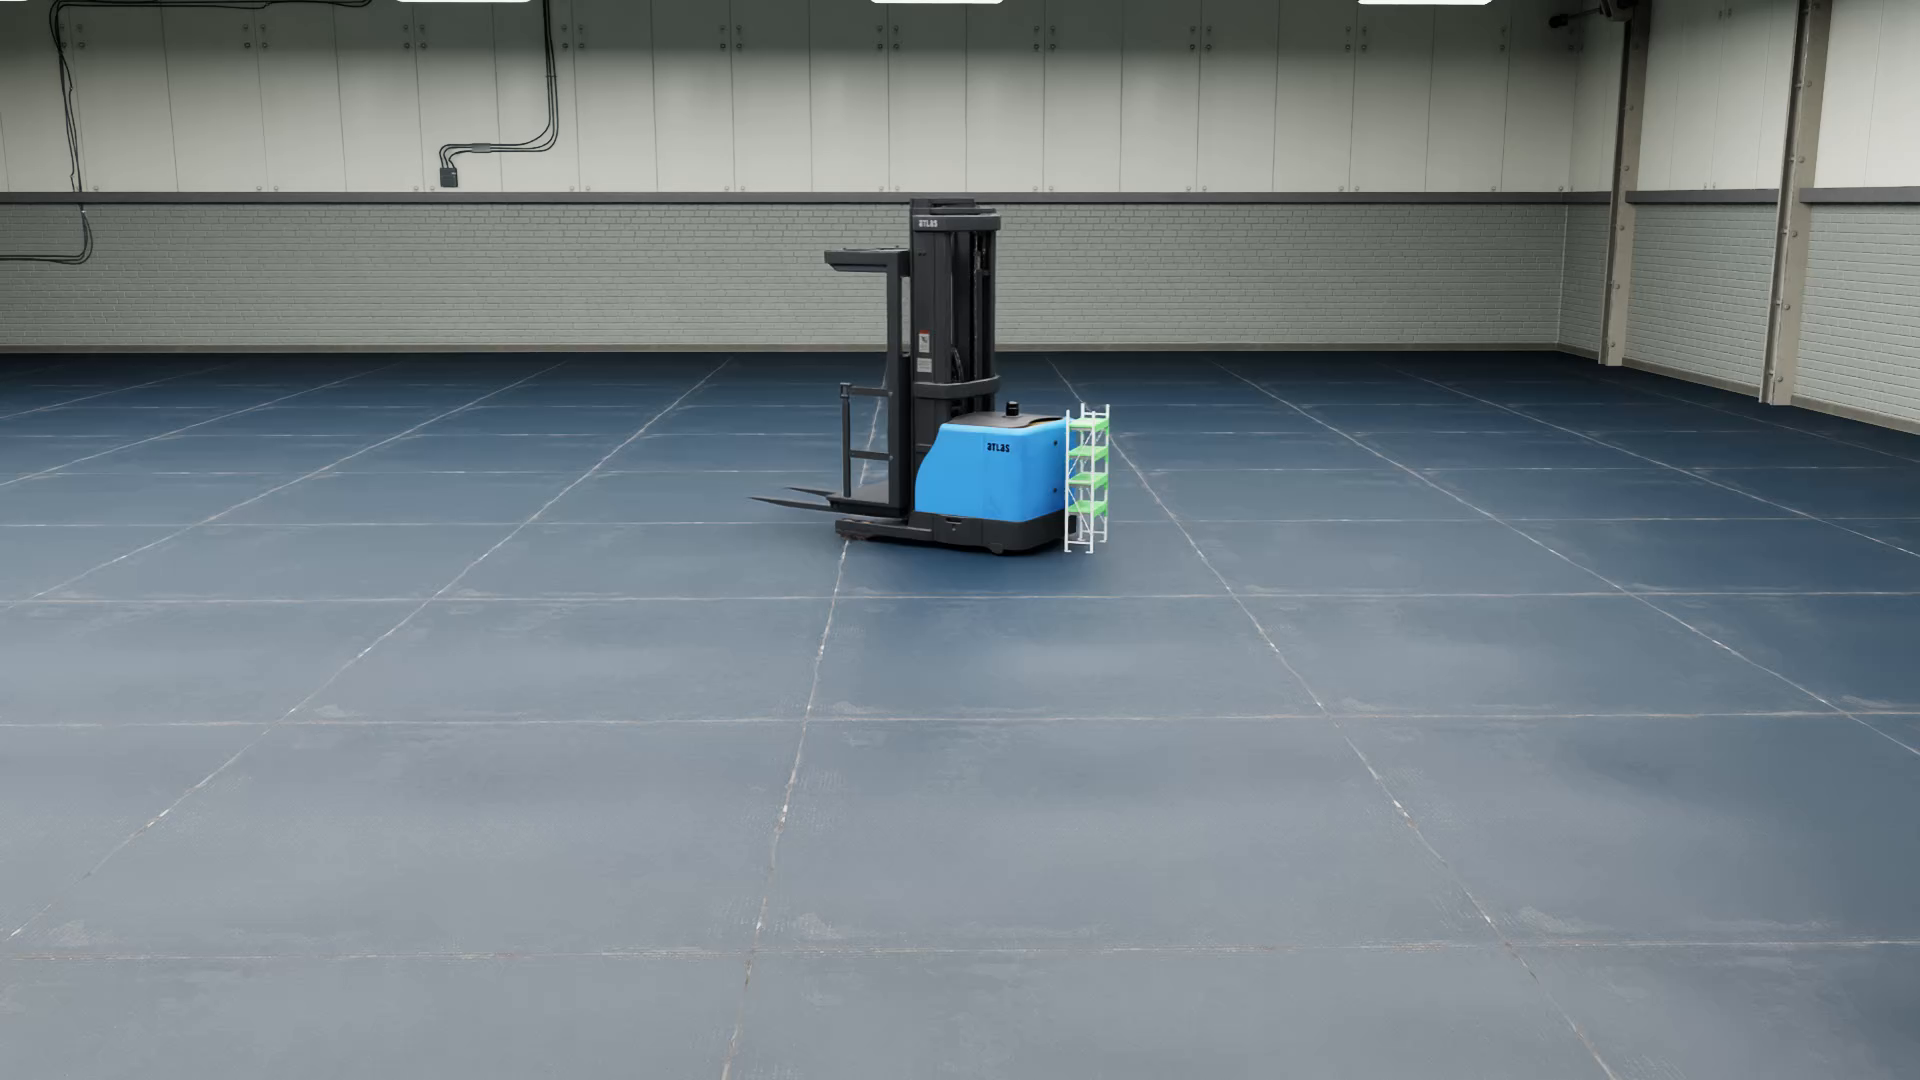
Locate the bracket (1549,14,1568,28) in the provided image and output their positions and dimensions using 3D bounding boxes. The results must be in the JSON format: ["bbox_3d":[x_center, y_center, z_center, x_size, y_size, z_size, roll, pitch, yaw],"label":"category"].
[{"bbox_3d":[11.457,-9.926,31.801,0.235,0.232,0.430,0,11,-1],"label":"bracket"}]

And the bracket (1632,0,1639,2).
[{"bbox_3d":[11.576,-8.778,26.141,0.076,0.066,4.783,0,11,-1],"label":"bracket"}]

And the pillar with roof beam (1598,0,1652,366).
[{"bbox_3d":[7.565,-7.592,29.350,9.100,9.000,0.548,0,11,-1],"label":"pillar with roof beam"}]

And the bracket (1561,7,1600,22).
[{"bbox_3d":[11.469,-9.809,31.222,0.076,0.066,3.189,0,11,-1],"label":"bracket"}]

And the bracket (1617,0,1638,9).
[{"bbox_3d":[11.523,-9.290,28.666,0.235,0.232,0.430,0,11,-1],"label":"bracket"}]

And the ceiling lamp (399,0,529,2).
[{"bbox_3d":[-7.407,-9.623,24.679,2.000,3.185,0.800,0,11,-1],"label":"ceiling lamp"}]

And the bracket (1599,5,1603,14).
[{"bbox_3d":[11.506,-9.455,29.479,0.235,0.232,0.430,0,11,-1],"label":"bracket"}]

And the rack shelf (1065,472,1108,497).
[{"bbox_3d":[1.082,-0.468,14.170,0.258,0.148,0.480,4,12,18],"label":"rack shelf"}]

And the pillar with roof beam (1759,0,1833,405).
[{"bbox_3d":[7.689,-6.400,23.471,9.100,9.000,0.400,0,11,-1],"label":"pillar with roof beam"}]

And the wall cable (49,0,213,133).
[{"bbox_3d":[-15.658,-9.036,31.574,3.097,2.526,0.112,0,11,-1],"label":"wall cable"}]

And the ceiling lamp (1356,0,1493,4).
[{"bbox_3d":[6.990,-9.682,24.970,2.000,3.185,0.800,0,11,-1],"label":"ceiling lamp"}]

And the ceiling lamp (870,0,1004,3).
[{"bbox_3d":[-0.349,-9.652,24.822,2.000,3.185,0.800,0,11,-1],"label":"ceiling lamp"}]

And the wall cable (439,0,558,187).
[{"bbox_3d":[-8.871,-9.774,31.551,2.305,6.003,0.169,0,11,-1],"label":"wall cable"}]

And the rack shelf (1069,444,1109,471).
[{"bbox_3d":[1.082,-0.703,14.122,0.258,0.148,0.480,4,12,18],"label":"rack shelf"}]

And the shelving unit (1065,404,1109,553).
[{"bbox_3d":[1.082,-0.531,14.157,0.258,1.200,0.503,4,12,18],"label":"shelving unit"}]

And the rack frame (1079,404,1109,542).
[{"bbox_3d":[1.160,-0.577,14.384,0.240,1.200,0.015,4,12,18],"label":"rack frame"}]

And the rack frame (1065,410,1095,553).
[{"bbox_3d":[1.004,-0.485,13.930,0.240,1.200,0.015,4,12,18],"label":"rack frame"}]

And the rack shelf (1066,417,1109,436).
[{"bbox_3d":[1.082,-0.938,14.074,0.258,0.148,0.480,4,12,18],"label":"rack shelf"}]

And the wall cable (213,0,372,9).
[{"bbox_3d":[-12.564,-11.278,31.185,3.097,2.526,0.112,0,11,-1],"label":"wall cable"}]

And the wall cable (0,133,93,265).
[{"bbox_3d":[-18.363,-6.550,32.022,3.097,2.526,0.112,0,11,-1],"label":"wall cable"}]

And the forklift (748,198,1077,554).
[{"bbox_3d":[-0.504,-1.517,14.667,3.031,2.935,1.130,7,13,31],"label":"forklift"}]

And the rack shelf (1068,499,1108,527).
[{"bbox_3d":[1.082,-0.233,14.217,0.258,0.148,0.480,4,12,18],"label":"rack shelf"}]
